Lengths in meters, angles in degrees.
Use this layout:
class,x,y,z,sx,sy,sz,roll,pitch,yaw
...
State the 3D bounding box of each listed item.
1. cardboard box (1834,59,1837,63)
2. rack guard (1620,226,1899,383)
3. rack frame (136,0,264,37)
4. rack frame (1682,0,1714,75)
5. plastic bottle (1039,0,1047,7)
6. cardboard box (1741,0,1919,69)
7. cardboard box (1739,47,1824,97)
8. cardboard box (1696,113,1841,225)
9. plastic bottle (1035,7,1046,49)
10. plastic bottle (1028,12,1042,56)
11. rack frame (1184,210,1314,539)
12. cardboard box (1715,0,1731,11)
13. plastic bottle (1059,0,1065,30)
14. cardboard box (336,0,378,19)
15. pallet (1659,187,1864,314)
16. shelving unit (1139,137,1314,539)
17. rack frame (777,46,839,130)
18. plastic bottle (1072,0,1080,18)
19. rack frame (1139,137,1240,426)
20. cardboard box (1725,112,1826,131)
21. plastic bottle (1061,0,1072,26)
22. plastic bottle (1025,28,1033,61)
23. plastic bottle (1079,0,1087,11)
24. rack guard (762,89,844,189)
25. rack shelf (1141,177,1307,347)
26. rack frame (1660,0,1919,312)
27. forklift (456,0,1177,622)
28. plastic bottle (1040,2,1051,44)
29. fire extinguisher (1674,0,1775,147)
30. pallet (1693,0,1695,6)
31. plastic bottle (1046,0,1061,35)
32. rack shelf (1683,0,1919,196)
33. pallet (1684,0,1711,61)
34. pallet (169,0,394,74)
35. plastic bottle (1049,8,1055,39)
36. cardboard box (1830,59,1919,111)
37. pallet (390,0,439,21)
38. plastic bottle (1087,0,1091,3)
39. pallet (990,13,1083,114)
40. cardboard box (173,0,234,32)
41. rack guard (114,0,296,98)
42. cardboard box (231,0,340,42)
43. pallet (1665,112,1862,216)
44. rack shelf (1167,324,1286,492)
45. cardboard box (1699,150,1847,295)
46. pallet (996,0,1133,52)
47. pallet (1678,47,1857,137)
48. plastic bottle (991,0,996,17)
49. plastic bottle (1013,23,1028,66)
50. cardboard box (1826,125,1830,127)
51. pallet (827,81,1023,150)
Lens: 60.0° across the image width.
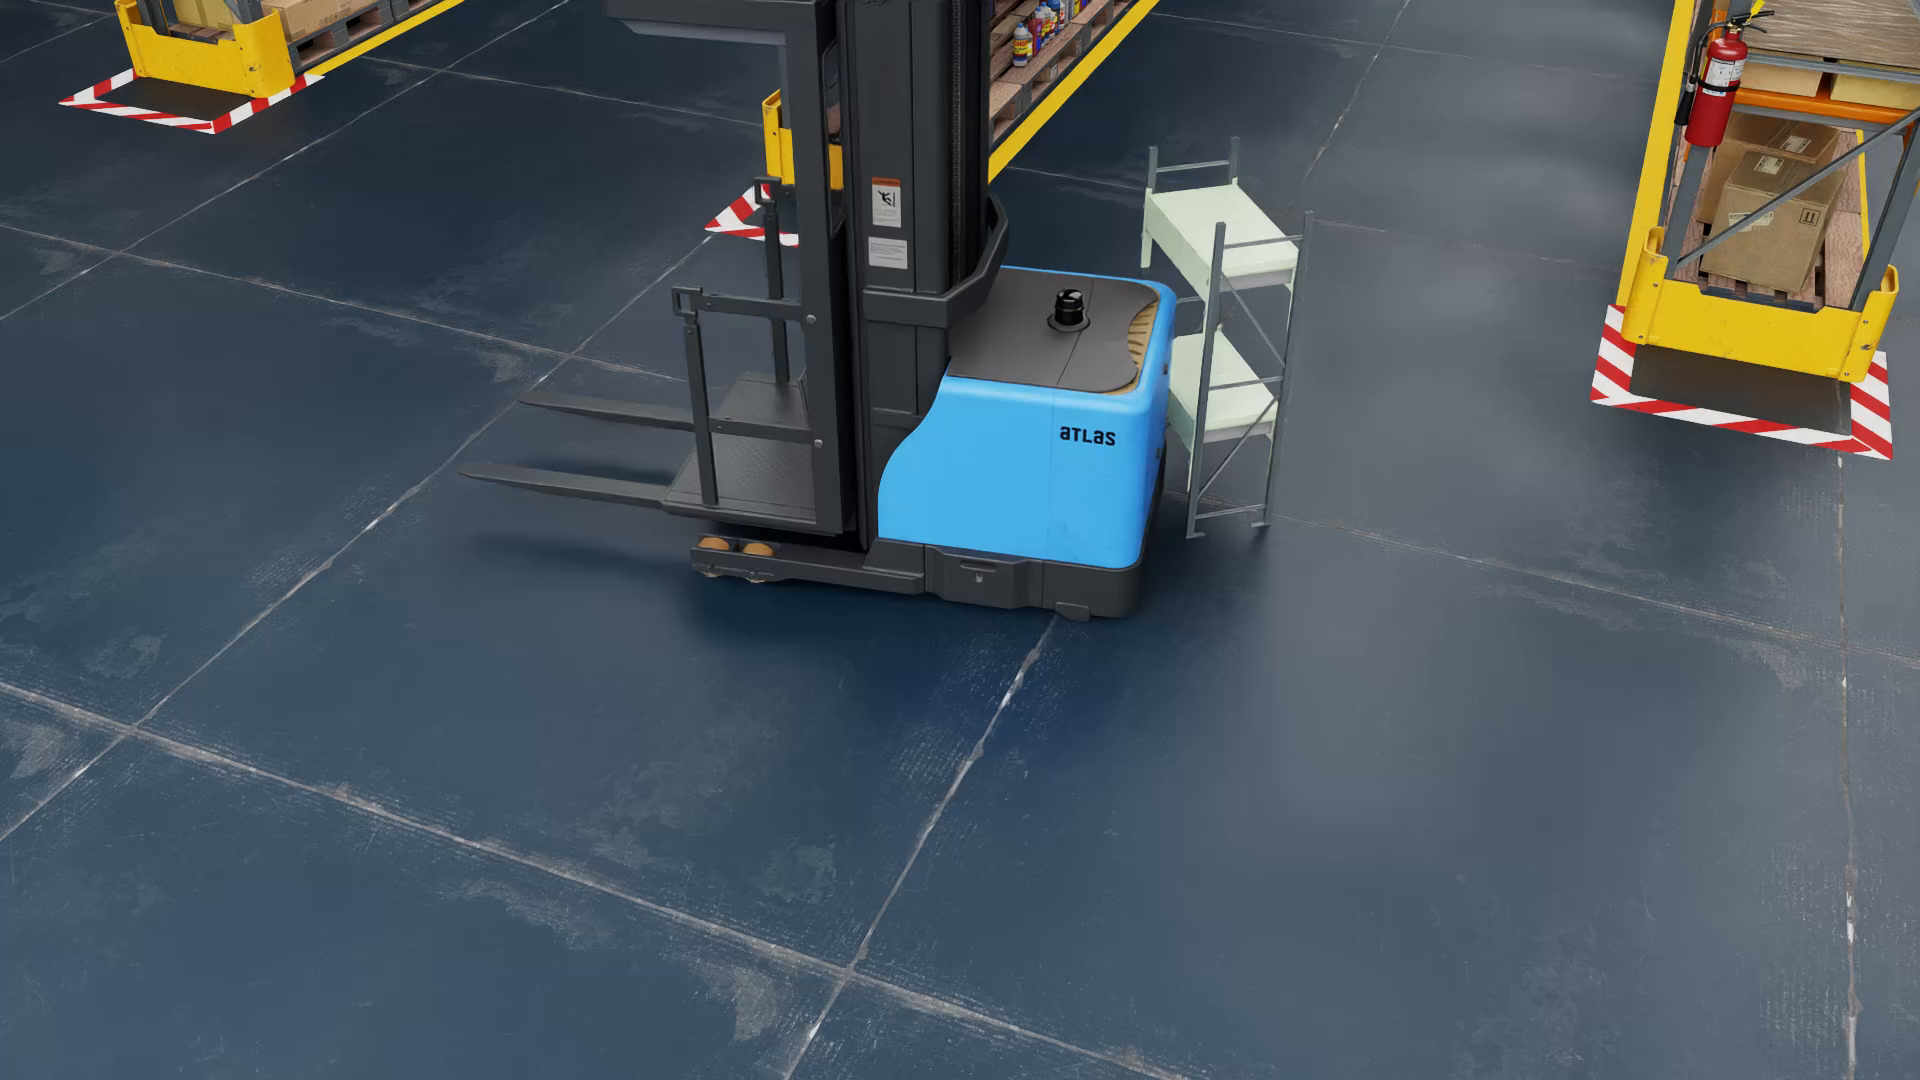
class,x,y,z,sx,sy,sz,roll,pitch,yaw
cardboard box,4.446,-2.298,8.028,0.380,0.149,0.250,14,39,18
rack guard,4.033,-1.202,8.440,1.175,0.500,0.348,14,39,18
rack frame,-5.156,-4.419,10.657,1.000,3.000,0.127,14,39,18
rack frame,5.526,-4.375,10.598,1.000,3.000,0.127,14,39,18
plastic bottle,0.607,-3.819,11.756,0.061,0.283,0.133,14,39,18
cardboard box,4.239,-2.618,7.915,0.875,0.500,0.500,14,39,18
cardboard box,3.922,-2.265,7.985,0.380,0.149,0.250,14,39,18
cardboard box,4.453,-2.008,9.169,0.500,0.500,0.500,25,43,29
plastic bottle,0.532,-3.495,11.332,0.097,0.271,0.097,0,37,0
plastic bottle,0.505,-3.431,11.236,0.061,0.283,0.133,14,39,18
rack frame,1.176,-0.642,6.856,0.400,1.500,0.023,-9,38,-12
cardboard box,4.318,-2.922,8.322,0.875,0.500,0.500,14,39,18
plastic bottle,0.686,-3.691,11.652,0.097,0.201,0.097,0,37,0
cardboard box,-4.559,-4.010,12.056,0.500,0.250,0.500,14,39,18
pallet,4.375,-1.528,9.117,1.003,0.211,1.213,14,39,18
shelving unit,1.080,-0.853,7.139,0.431,1.500,0.755,-9,38,-12
rack frame,-0.576,-3.289,9.145,1.000,3.000,0.127,14,39,18
plastic bottle,0.771,-3.912,11.823,0.144,0.351,0.185,14,39,17
rack frame,0.983,-1.065,7.422,0.400,1.500,0.023,-9,38,-12
cardboard box,4.709,-2.351,9.627,0.500,0.500,0.500,18,40,22
plastic bottle,0.706,-3.792,11.726,0.152,0.276,0.135,15,39,19
plastic bottle,0.441,-3.334,11.176,0.097,0.201,0.097,0,37,0
plastic bottle,0.871,-3.964,11.949,0.061,0.283,0.133,16,40,21
rack guard,-0.591,-2.341,9.964,1.175,0.500,0.348,14,39,18
rack shelf,1.080,-1.166,6.905,0.431,0.370,0.720,-9,38,-12
rack frame,4.004,-2.161,7.635,1.000,3.000,0.127,14,39,18
forklift,-0.661,-1.295,6.534,3.031,2.935,1.130,8,37,10
plastic bottle,0.570,-3.550,11.406,0.097,0.271,0.097,0,37,0
fire extinguisher,3.534,-2.171,7.714,0.296,0.674,0.183,14,39,18
pallet,6.284,-4.368,12.917,1.003,0.211,1.213,14,39,18
plastic bottle,0.647,-3.663,11.556,0.097,0.271,0.097,0,37,0
rack shelf,4.765,-2.980,9.332,1.077,0.370,4.000,14,39,18
pallet,5.821,-3.690,12.010,1.003,0.211,1.213,14,39,18
pallet,-4.903,-3.735,12.071,1.003,0.211,1.213,14,39,18
plastic bottle,0.608,-3.577,11.500,0.097,0.201,0.097,0,37,0
cardboard box,4.333,-2.164,7.849,0.380,0.149,0.250,14,39,18
pallet,-4.438,-4.409,12.972,1.003,0.211,1.213,14,39,18
plastic bottle,0.894,-4.090,12.062,0.144,0.351,0.185,12,38,15
pallet,0.189,-3.347,11.551,1.003,0.211,1.213,14,39,18
cardboard box,-5.225,-3.850,11.842,0.500,0.250,0.500,14,39,18
rack guard,-5.165,-3.405,11.388,1.175,0.500,0.348,14,39,18
cardboard box,-4.746,-3.732,11.684,0.500,0.250,0.500,14,39,18
pallet,4.841,-2.201,10.018,1.003,0.211,1.213,14,39,18
rack shelf,1.080,-0.592,7.334,0.431,0.370,0.720,-9,38,-12
cardboard box,4.257,-1.670,8.715,0.500,0.500,0.500,21,42,26
pallet,0.652,-4.024,12.458,1.003,0.211,1.213,14,39,18
pallet,5.303,-2.879,10.925,1.003,0.211,1.213,14,39,18
plastic bottle,0.168,-3.877,11.839,0.152,0.276,0.135,14,39,18
plastic bottle,0.402,-3.305,11.078,0.097,0.271,0.097,0,37,0
cardboard box,4.962,-2.649,10.026,0.500,0.500,0.500,11,38,14
pallet,-0.277,-2.673,10.650,1.003,0.211,1.213,14,39,18
